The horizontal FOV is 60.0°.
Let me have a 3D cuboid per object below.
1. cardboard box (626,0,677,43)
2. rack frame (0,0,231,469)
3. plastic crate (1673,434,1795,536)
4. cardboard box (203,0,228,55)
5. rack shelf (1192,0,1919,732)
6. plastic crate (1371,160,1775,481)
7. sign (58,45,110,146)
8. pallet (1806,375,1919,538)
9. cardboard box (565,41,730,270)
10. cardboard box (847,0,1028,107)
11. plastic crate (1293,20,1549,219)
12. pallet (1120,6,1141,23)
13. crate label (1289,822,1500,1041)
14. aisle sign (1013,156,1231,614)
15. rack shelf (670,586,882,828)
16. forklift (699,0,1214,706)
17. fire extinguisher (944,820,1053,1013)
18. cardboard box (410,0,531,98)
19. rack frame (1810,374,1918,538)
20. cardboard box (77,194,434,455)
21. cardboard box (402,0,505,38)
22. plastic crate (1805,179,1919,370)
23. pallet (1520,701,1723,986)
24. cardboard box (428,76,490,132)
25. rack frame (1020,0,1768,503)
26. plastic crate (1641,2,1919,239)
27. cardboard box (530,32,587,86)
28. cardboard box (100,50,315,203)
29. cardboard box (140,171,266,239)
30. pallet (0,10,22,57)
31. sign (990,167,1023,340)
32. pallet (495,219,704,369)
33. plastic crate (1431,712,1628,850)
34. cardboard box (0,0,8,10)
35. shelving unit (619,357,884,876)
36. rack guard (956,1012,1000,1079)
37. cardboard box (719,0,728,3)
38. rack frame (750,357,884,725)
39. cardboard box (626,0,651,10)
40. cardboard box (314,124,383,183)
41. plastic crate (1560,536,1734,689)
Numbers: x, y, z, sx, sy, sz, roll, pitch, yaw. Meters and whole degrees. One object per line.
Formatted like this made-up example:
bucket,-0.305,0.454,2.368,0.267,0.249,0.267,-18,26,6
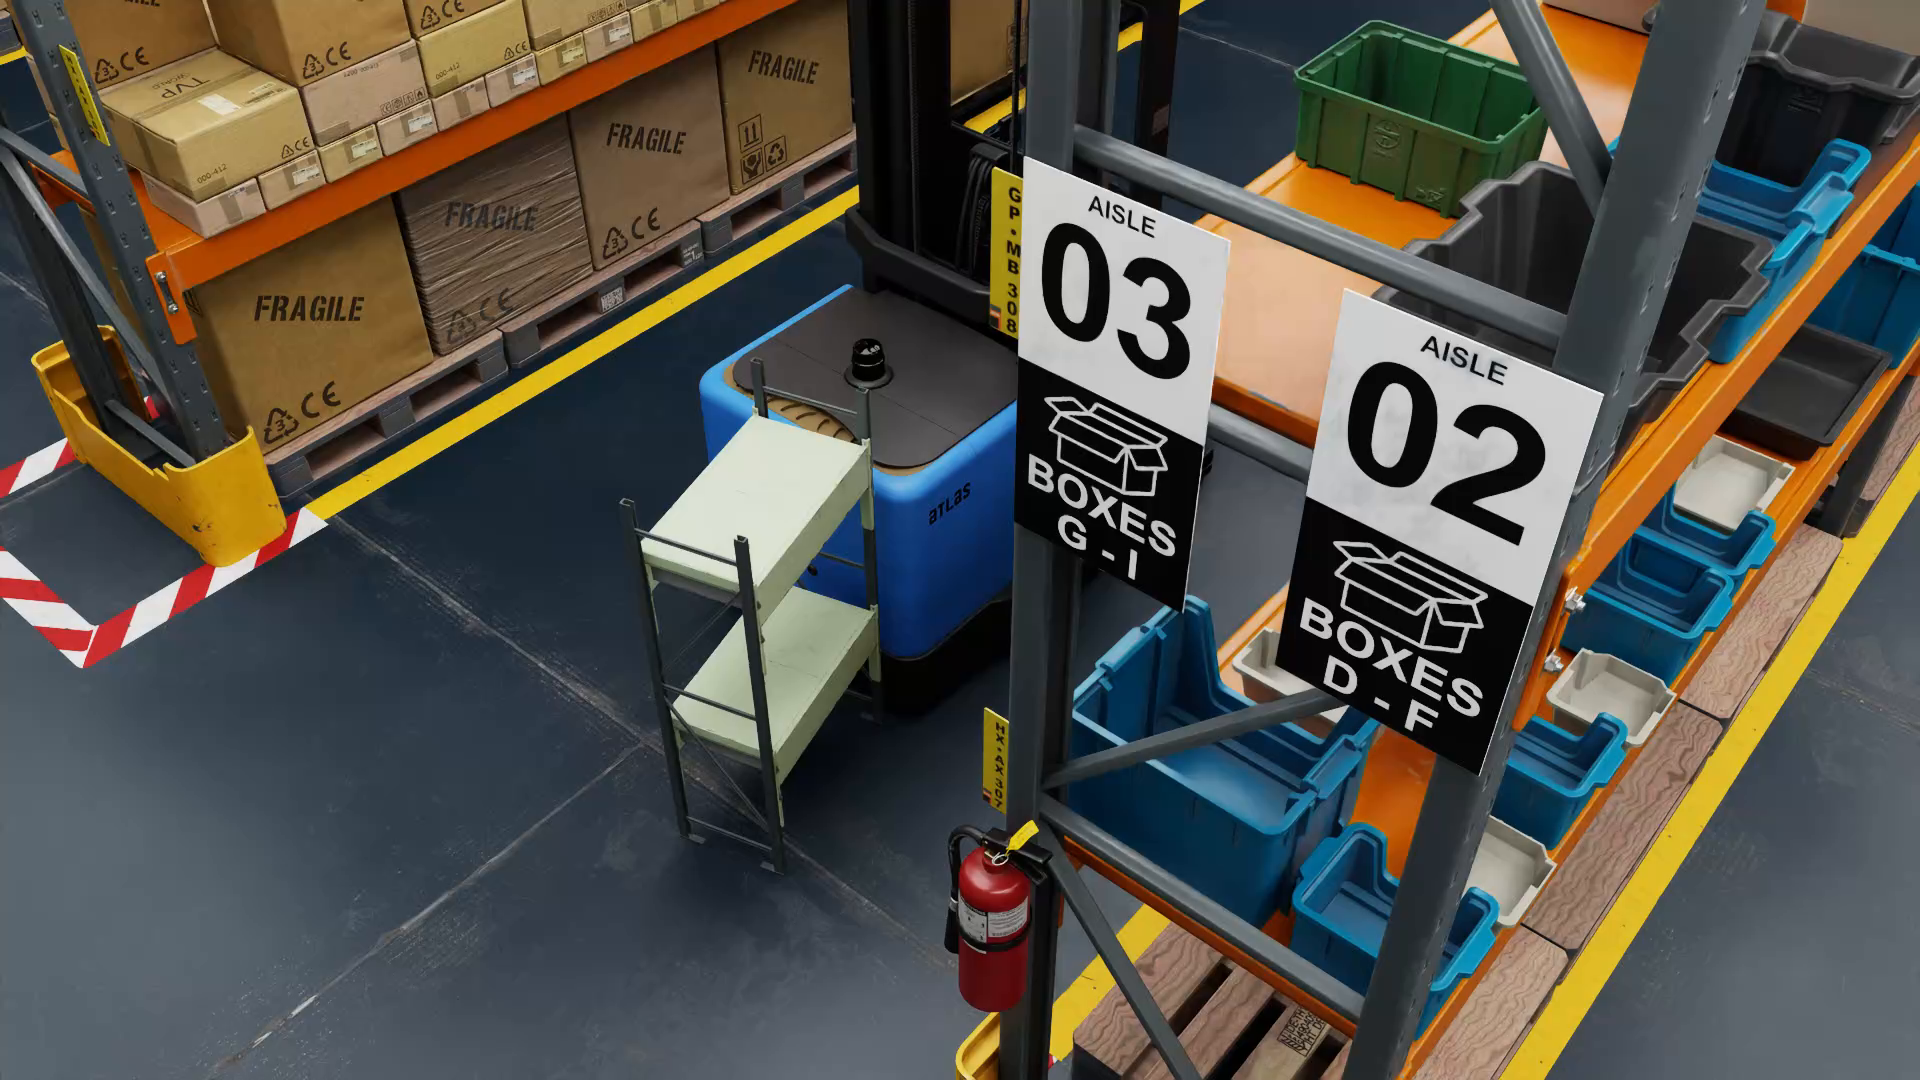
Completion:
cardboard box,-1.464,-2.341,7.282,0.380,0.149,0.250,29,50,28
rack frame,-3.266,-1.335,5.989,1.000,3.000,0.127,29,50,28
plastic crate,2.209,-0.148,4.835,0.293,0.136,0.466,29,50,28
cardboard box,-2.830,-2.015,6.627,0.500,0.250,0.500,29,50,28
rack shelf,1.813,-1.064,3.996,1.077,0.370,4.000,29,50,28
plastic crate,0.987,-0.330,2.751,0.497,0.269,0.590,29,50,28
sign,-2.845,-1.442,5.403,0.100,0.325,0.005,29,50,28
pallet,3.628,-0.598,7.251,1.003,0.211,1.213,29,50,28
cardboard box,-1.756,-1.996,7.982,0.875,0.875,0.875,29,50,28
cardboard box,-0.295,-3.102,9.200,1.225,0.875,0.875,30,50,29
plastic crate,0.942,-0.854,3.387,0.450,0.188,0.336,29,50,28
pallet,0.533,-3.424,10.359,1.003,0.211,1.213,29,50,28
crate label,0.936,0.864,3.650,0.416,0.233,0.303,29,50,28
aisle sign,0.255,-0.243,2.855,0.394,0.787,0.004,29,50,28
rack shelf,-0.612,0.517,5.551,0.431,0.370,0.720,17,45,18
forklift,0.408,-1.408,6.119,1.130,2.935,3.031,30,50,29
fire extinguisher,0.081,0.857,3.913,0.296,0.674,0.183,29,50,28
cardboard box,-2.094,-2.048,6.663,0.500,0.250,0.500,28,49,27
rack frame,3.100,-1.251,5.896,1.000,3.000,0.127,29,50,28
cardboard box,-2.915,-1.069,6.963,0.875,0.875,0.875,29,50,28
cardboard box,-2.099,-2.324,6.410,0.500,0.500,0.500,28,49,27
plastic crate,3.060,-0.879,5.454,0.392,0.384,0.575,29,50,28
pallet,1.871,0.808,5.705,1.003,0.211,1.213,29,50,28
cardboard box,-2.125,-1.812,6.700,0.380,0.149,0.250,29,49,28
rack frame,0.525,-1.411,1.612,1.000,3.000,0.127,29,50,28
plastic crate,1.719,-0.945,3.377,0.504,0.338,0.767,29,50,28
cardboard box,-1.796,-2.075,6.989,0.380,0.149,0.250,28,49,27
cardboard box,-2.750,-1.520,6.083,0.500,0.250,0.500,28,49,27
cardboard box,-2.785,-1.282,6.117,0.380,0.149,0.250,30,50,29
pallet,-6.398,-2.945,9.832,1.003,0.211,1.213,29,50,28
sign,0.094,-0.492,2.909,0.100,0.325,0.005,29,50,28
pallet,-2.025,-1.375,8.105,1.003,0.211,1.213,29,50,28
plastic crate,1.360,0.525,4.022,0.416,0.233,0.300,29,50,28
cardboard box,-5.815,-3.324,9.983,0.380,0.149,0.250,30,50,29
shelving unit,-0.612,0.276,5.332,0.431,1.500,0.755,17,45,18
rack guard,0.520,1.752,4.452,1.175,0.500,0.348,29,50,28
cardboard box,-1.133,-2.606,7.573,0.380,0.149,0.250,30,50,29
rack frame,-0.461,0.051,5.579,0.400,1.500,0.023,17,45,18
cardboard box,-1.434,-2.578,7.246,0.500,0.250,0.500,31,50,29
cardboard box,-2.456,-1.547,6.408,0.380,0.149,0.250,28,49,28
plastic crate,1.784,0.186,4.395,0.416,0.233,0.300,29,50,28
